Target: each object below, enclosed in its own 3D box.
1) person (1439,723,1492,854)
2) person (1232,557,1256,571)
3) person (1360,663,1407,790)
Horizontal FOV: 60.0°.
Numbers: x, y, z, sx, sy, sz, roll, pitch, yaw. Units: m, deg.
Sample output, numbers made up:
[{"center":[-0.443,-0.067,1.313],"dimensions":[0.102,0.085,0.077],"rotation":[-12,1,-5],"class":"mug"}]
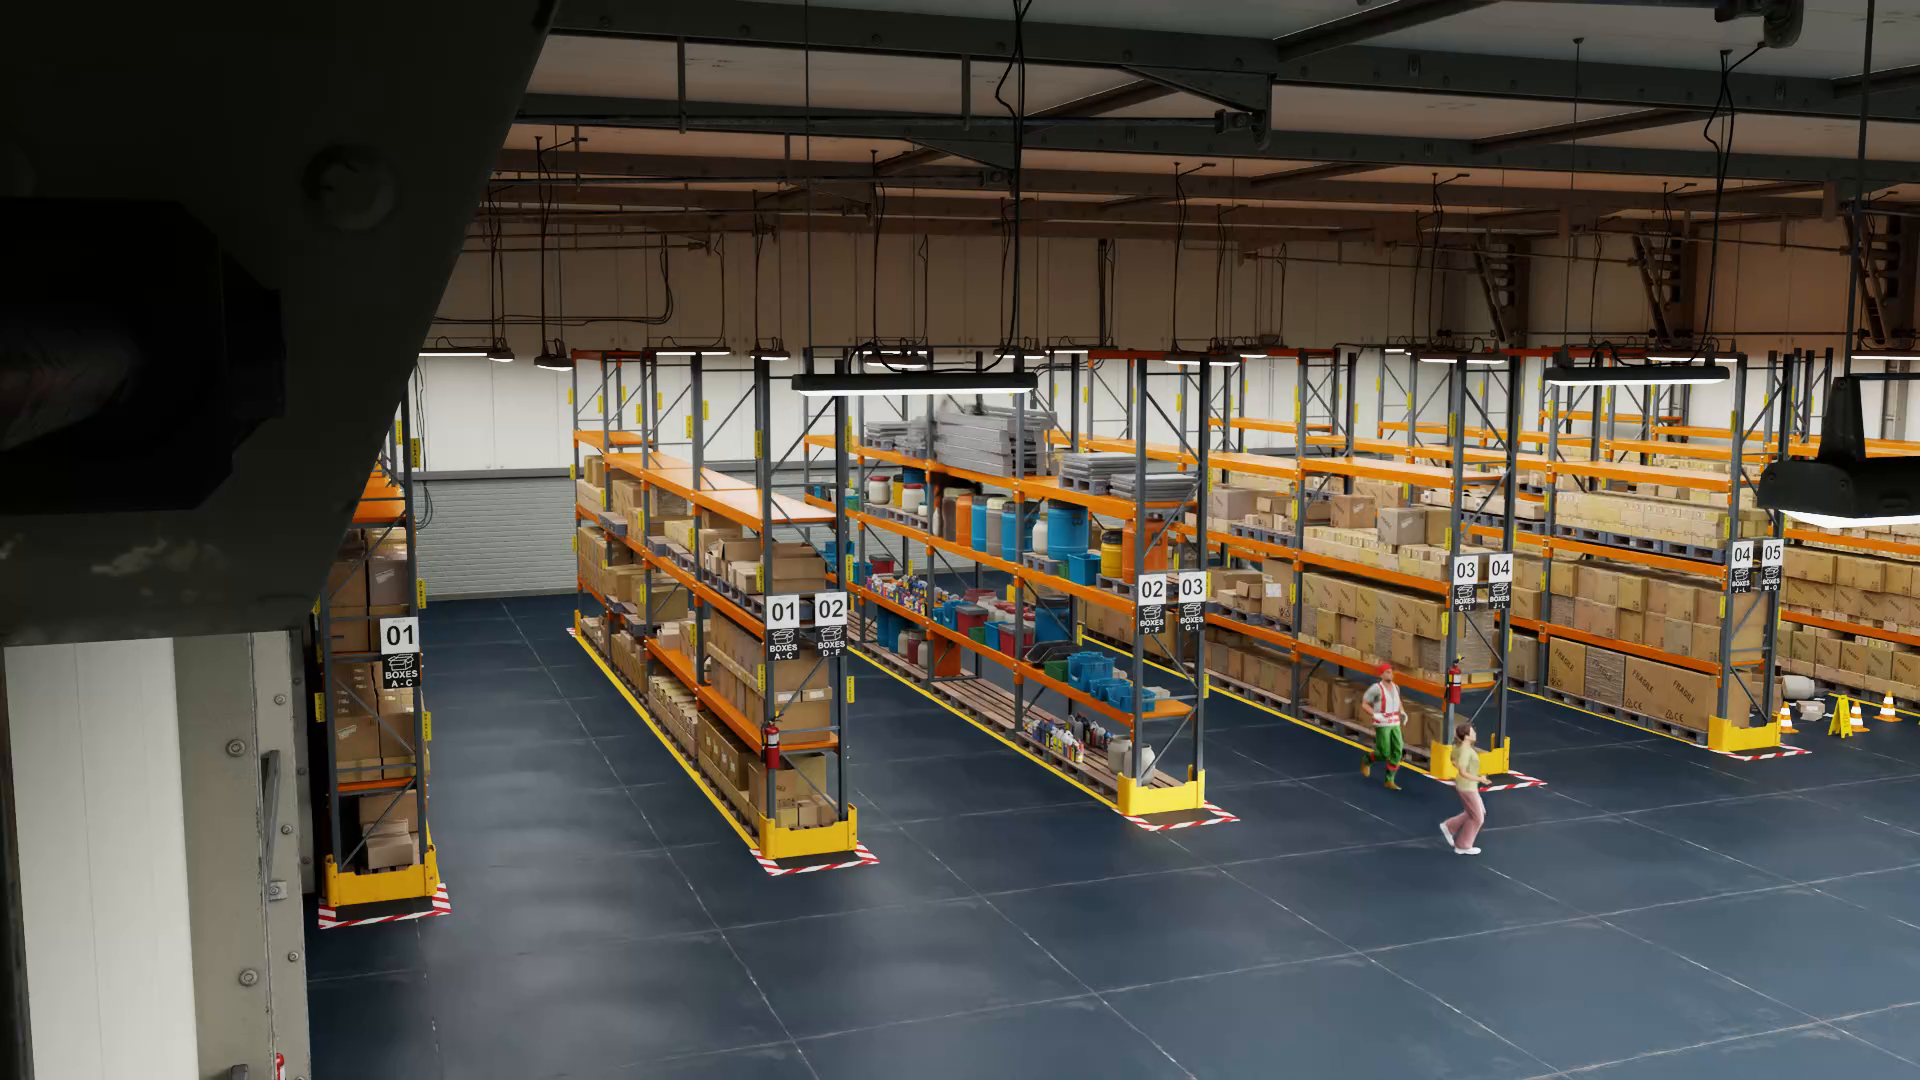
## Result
[{"center":[6.144,3.018,20.214],"dimensions":[0.563,1.620,0.577],"rotation":[1,7,10],"class":"person"},{"center":[7.019,0.313,41.347],"dimensions":[0.898,1.772,0.714],"rotation":[3,8,22],"class":"person"},{"center":[5.999,2.594,23.347],"dimensions":[0.705,1.721,0.762],"rotation":[-4,8,-30],"class":"person"}]
